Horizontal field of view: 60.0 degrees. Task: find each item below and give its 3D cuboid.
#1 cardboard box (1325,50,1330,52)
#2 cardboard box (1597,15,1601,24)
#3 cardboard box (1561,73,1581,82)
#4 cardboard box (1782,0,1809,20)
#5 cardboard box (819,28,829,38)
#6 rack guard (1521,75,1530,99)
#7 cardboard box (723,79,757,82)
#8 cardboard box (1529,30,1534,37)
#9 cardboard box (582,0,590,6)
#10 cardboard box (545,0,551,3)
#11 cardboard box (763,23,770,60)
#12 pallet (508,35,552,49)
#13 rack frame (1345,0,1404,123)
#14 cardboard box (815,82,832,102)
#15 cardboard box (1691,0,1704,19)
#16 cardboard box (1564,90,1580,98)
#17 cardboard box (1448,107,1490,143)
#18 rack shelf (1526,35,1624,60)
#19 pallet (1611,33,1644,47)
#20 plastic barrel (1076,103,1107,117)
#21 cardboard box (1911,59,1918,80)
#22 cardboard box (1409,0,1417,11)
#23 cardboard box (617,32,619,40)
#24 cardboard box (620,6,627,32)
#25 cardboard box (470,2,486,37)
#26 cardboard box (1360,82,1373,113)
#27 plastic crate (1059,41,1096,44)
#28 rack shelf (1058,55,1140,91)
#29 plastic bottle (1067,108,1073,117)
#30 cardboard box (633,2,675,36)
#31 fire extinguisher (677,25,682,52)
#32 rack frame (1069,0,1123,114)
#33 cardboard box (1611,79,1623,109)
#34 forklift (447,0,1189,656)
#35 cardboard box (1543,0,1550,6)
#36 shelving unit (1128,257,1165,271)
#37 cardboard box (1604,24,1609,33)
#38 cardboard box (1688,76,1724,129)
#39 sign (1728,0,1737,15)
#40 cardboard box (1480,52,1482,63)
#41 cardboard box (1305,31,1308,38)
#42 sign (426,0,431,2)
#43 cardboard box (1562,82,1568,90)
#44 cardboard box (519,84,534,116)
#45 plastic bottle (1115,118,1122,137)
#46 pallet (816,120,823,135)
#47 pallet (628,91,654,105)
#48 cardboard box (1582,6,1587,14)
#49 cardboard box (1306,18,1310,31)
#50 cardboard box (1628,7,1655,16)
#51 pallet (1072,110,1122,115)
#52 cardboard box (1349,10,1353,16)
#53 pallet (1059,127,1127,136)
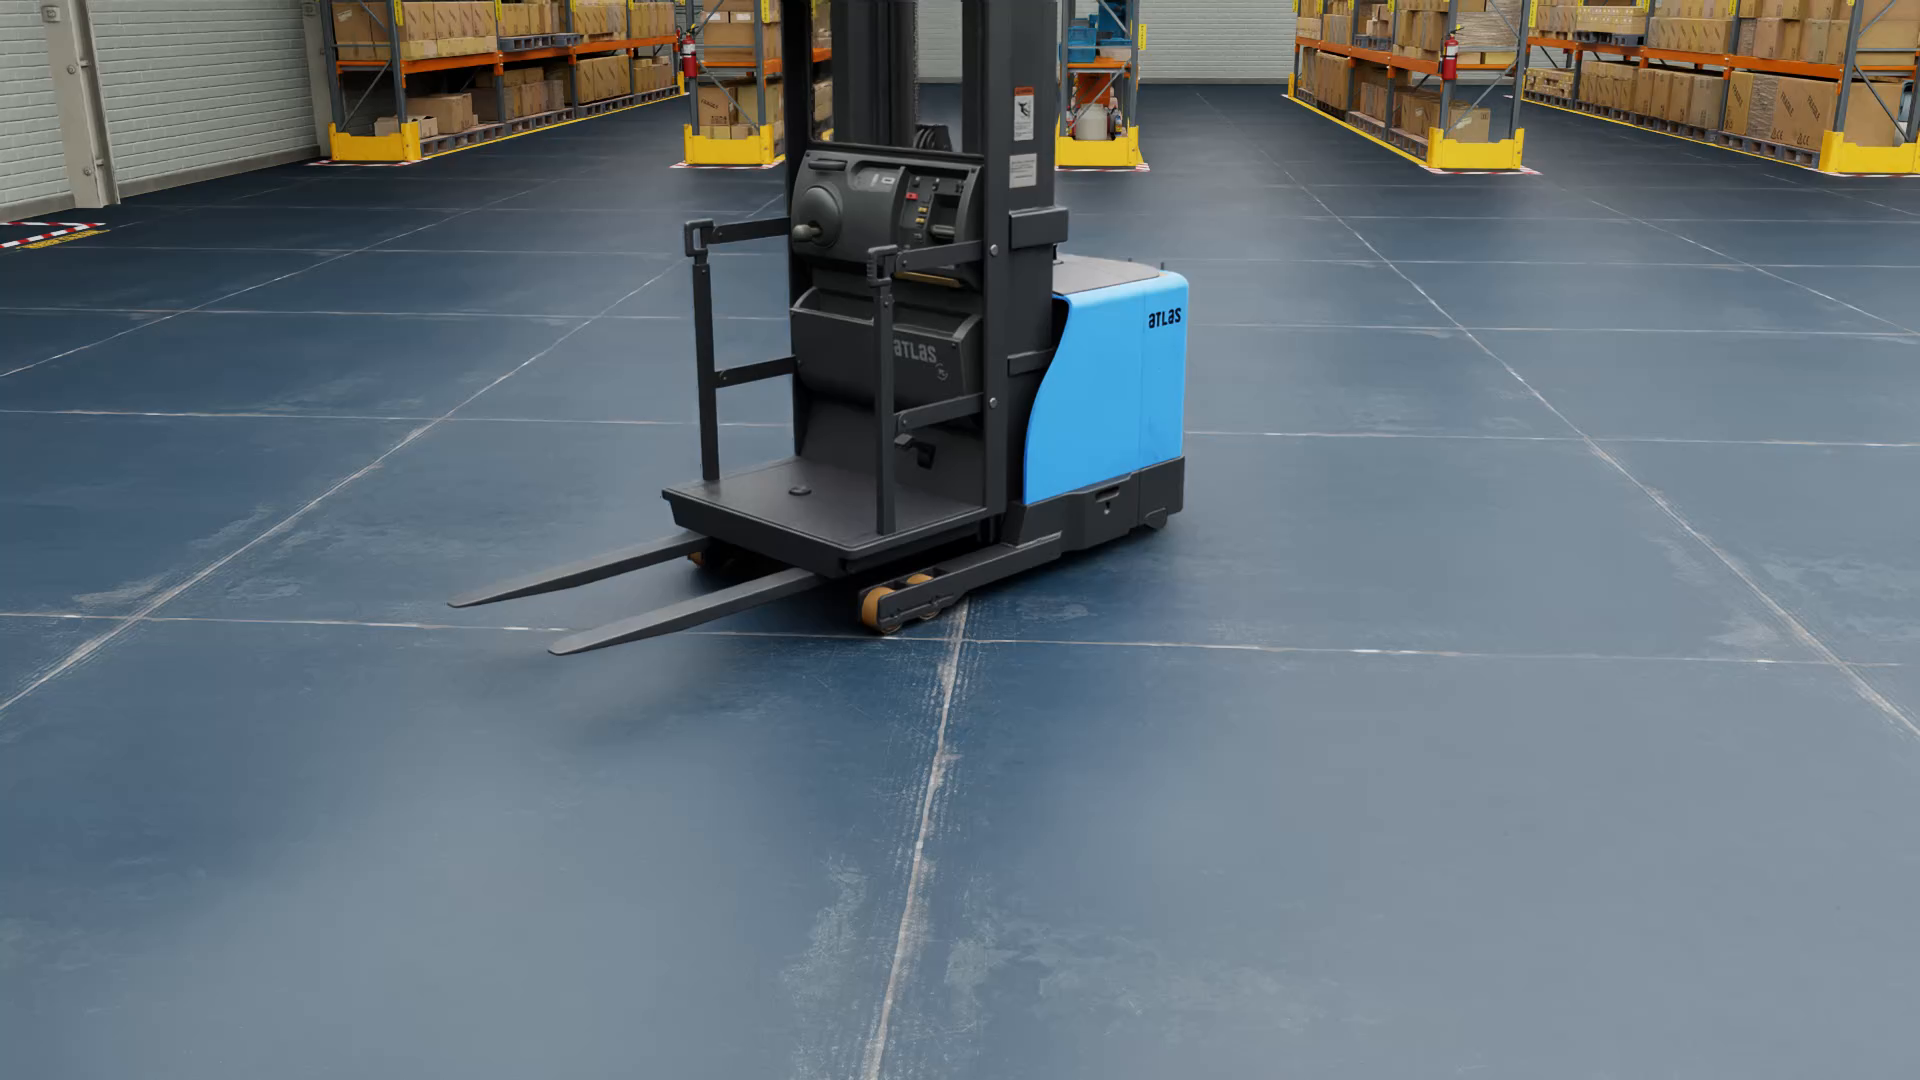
[{"bbox_3d":[7.752,-9.443,33.663,0.875,0.875,0.875,1,18,4],"label":"cardboard box"},{"bbox_3d":[11.989,-9.610,30.685,0.380,0.149,0.250,1,18,3],"label":"cardboard box"},{"bbox_3d":[12.321,-9.310,33.466,0.380,0.149,0.250,1,18,3],"label":"cardboard box"},{"bbox_3d":[11.802,-7.391,22.688,0.875,0.550,0.500,1,18,4],"label":"cardboard box"},{"bbox_3d":[-2.612,-8.876,29.337,0.500,0.311,0.500,2,18,7],"label":"cardboard box"},{"bbox_3d":[12.847,-9.939,36.452,1.175,0.500,0.348,1,18,4],"label":"rack guard"},{"bbox_3d":[-3.246,-6.590,24.753,0.500,0.500,0.500,1,18,4],"label":"cardboard box"},{"bbox_3d":[12.502,-10.938,35.890,0.380,0.149,0.250,1,18,3],"label":"cardboard box"},{"bbox_3d":[-7.156,-9.997,30.739,0.500,0.250,0.500,1,18,3],"label":"cardboard box"},{"bbox_3d":[-7.478,-9.597,29.484,0.380,0.149,0.250,-1,18,-3],"label":"cardboard box"},{"bbox_3d":[-3.036,-6.901,23.006,0.700,0.500,0.500,2,18,5],"label":"cardboard box"},{"bbox_3d":[-7.584,-8.433,28.149,1.003,0.211,1.213,1,18,4],"label":"pallet"},{"bbox_3d":[7.339,-8.808,28.986,1.000,3.000,0.127,1,18,4],"label":"rack frame"},{"bbox_3d":[-2.442,-7.548,27.981,0.500,0.311,0.500,2,18,5],"label":"cardboard box"},{"bbox_3d":[12.130,-8.574,26.506,0.700,0.500,0.500,1,18,3],"label":"cardboard box"},{"bbox_3d":[12.254,-8.882,33.117,0.380,0.149,0.250,2,18,5],"label":"cardboard box"},{"bbox_3d":[6.826,-5.529,22.318,0.500,0.500,0.500,5,19,14],"label":"cardboard box"},{"bbox_3d":[12.709,-10.187,34.351,1.077,0.370,4.000,1,18,4],"label":"rack shelf"},{"bbox_3d":[12.223,-8.798,29.265,1.213,0.211,1.003,1,18,4],"label":"pallet"},{"bbox_3d":[1.832,-5.813,23.167,0.421,0.512,0.421,0,18,0],"label":"plastic barrel"},{"bbox_3d":[17.355,-7.989,29.225,0.875,0.875,0.875,1,18,3],"label":"cardboard box"},{"bbox_3d":[6.695,-7.785,23.620,0.500,0.500,0.500,1,18,4],"label":"cardboard box"},{"bbox_3d":[-6.996,-10.002,33.003,0.380,0.149,0.250,2,18,6],"label":"cardboard box"},{"bbox_3d":[-6.978,-10.431,33.270,0.500,0.500,0.500,1,18,3],"label":"cardboard box"},{"bbox_3d":[-7.525,-7.883,25.168,0.500,0.500,0.500,1,18,4],"label":"cardboard box"},{"bbox_3d":[7.310,-7.621,28.670,0.700,0.500,0.500,0,18,1],"label":"cardboard box"},{"bbox_3d":[1.614,-6.727,22.874,0.499,0.251,0.408,1,18,4],"label":"plastic crate"},{"bbox_3d":[1.968,-6.713,23.748,1.077,0.370,4.000,1,18,4],"label":"rack shelf"},{"bbox_3d":[1.596,-6.194,24.557,0.144,0.351,0.185,1,18,3],"label":"plastic bottle"},{"bbox_3d":[-6.936,-11.608,37.050,0.980,0.700,0.700,2,18,6],"label":"cardboard box"},{"bbox_3d":[-6.439,-11.447,37.763,0.296,0.674,0.183,1,18,4],"label":"fire extinguisher"},{"bbox_3d":[2.398,-8.918,29.323,1.000,3.000,0.127,1,18,4],"label":"rack frame"},{"bbox_3d":[12.106,-8.049,30.010,0.500,0.500,0.500,2,18,6],"label":"cardboard box"},{"bbox_3d":[-0.432,-1.239,5.997,1.130,2.935,3.031,17,24,41],"label":"forklift"},{"bbox_3d":[12.466,-11.363,34.540,0.500,0.500,0.500,1,18,3],"label":"cardboard box"},{"bbox_3d":[0.735,-0.706,7.392,0.215,1.050,0.252,17,24,41],"label":"shelving unit"},{"bbox_3d":[11.953,-9.308,30.240,0.380,0.149,0.250,2,18,6],"label":"cardboard box"},{"bbox_3d":[11.947,-6.749,25.640,1.050,0.750,0.750,1,18,4],"label":"cardboard box"},{"bbox_3d":[11.450,-7.945,24.621,0.100,0.325,0.005,1,18,4],"label":"sign"},{"bbox_3d":[7.060,-6.364,21.932,0.380,0.149,0.250,1,18,4],"label":"cardboard box"},{"bbox_3d":[7.449,-10.592,34.836,0.380,0.149,0.250,1,18,3],"label":"cardboard box"},{"bbox_3d":[-8.324,-8.459,26.061,0.100,0.325,0.005,1,18,4],"label":"sign"},{"bbox_3d":[12.278,-9.083,33.253,0.380,0.149,0.250,0,18,1],"label":"cardboard box"},{"bbox_3d":[-7.670,-7.467,28.201,0.700,0.500,0.500,1,18,5],"label":"cardboard box"},{"bbox_3d":[2.266,-5.902,23.794,0.097,0.271,0.097,0,18,0],"label":"plastic bottle"},{"bbox_3d":[-2.815,-6.692,27.008,1.003,0.211,1.213,1,18,4],"label":"pallet"},{"bbox_3d":[-7.064,-9.291,34.939,1.003,0.211,1.213,1,18,4],"label":"pallet"},{"bbox_3d":[12.064,-10.072,31.618,0.380,0.149,0.250,2,18,5],"label":"cardboard box"},{"bbox_3d":[7.506,-10.740,34.645,0.500,0.250,0.500,1,18,3],"label":"cardboard box"},{"bbox_3d":[11.856,-9.191,28.929,0.380,0.149,0.250,1,18,2],"label":"cardboard box"},{"bbox_3d":[2.304,-7.354,29.026,1.003,0.211,1.213,1,18,4],"label":"pallet"},{"bbox_3d":[7.457,-9.761,30.124,0.797,0.503,0.637,2,18,5],"label":"cardboard box"},{"bbox_3d":[2.022,-6.143,25.333,1.003,0.211,1.213,1,18,4],"label":"pallet"}]
